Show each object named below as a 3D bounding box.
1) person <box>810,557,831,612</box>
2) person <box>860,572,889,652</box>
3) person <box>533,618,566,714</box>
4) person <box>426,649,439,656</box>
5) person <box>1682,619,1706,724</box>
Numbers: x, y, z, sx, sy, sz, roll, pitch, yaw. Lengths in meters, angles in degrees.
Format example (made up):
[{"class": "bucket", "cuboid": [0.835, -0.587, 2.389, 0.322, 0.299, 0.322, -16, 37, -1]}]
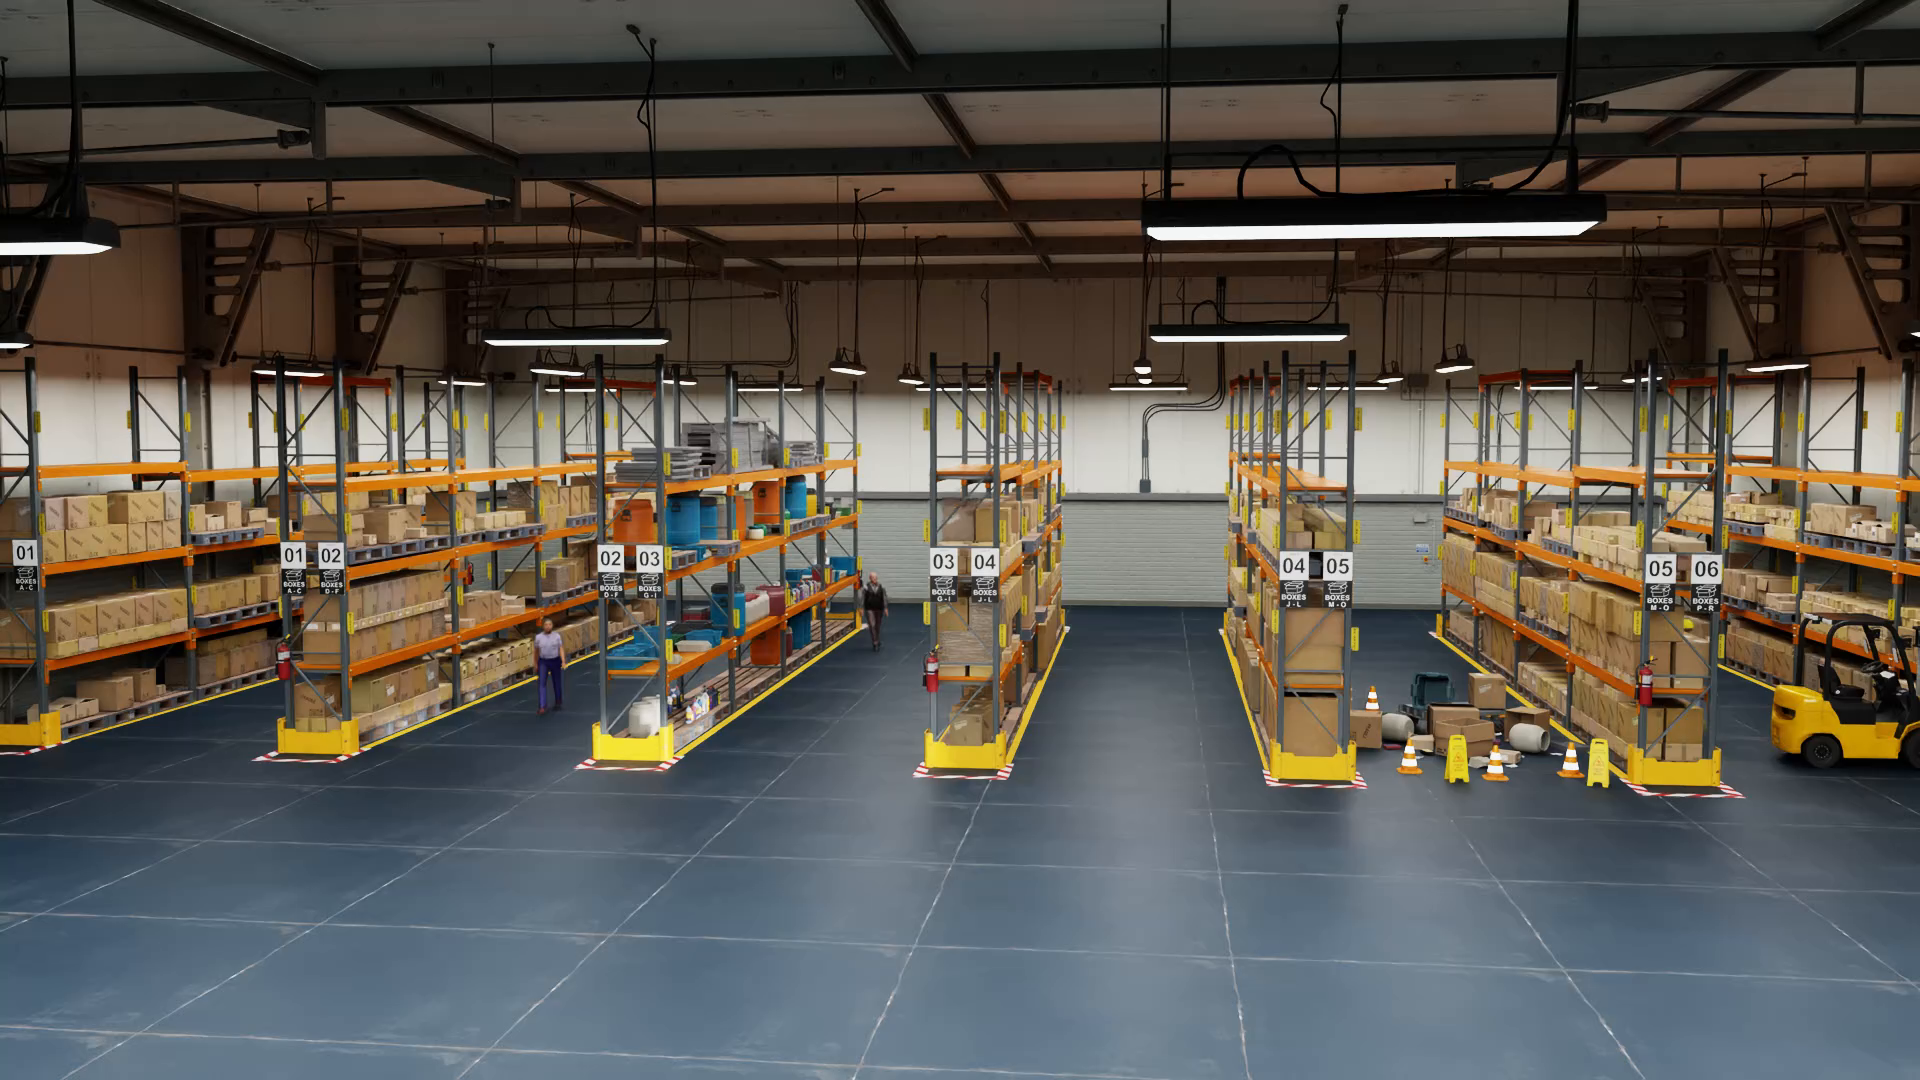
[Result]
[{"class": "person", "cuboid": [-3.627, 1.071, 43.633, 0.749, 1.764, 0.735, 1, 4, 11]}, {"class": "person", "cuboid": [-1.858, 1.559, 36.598, 0.595, 1.692, 0.935, -2, 4, -22]}, {"class": "person", "cuboid": [-7.093, 2.161, 28.775, 0.570, 1.570, 1.000, -1, 4, -8]}, {"class": "person", "cuboid": [-10.948, 1.689, 34.430, 0.609, 1.769, 0.489, 3, 5, 34]}, {"class": "person", "cuboid": [11.995, 2.190, 27.412, 0.594, 1.765, 0.548, 0, 4, 5]}]
